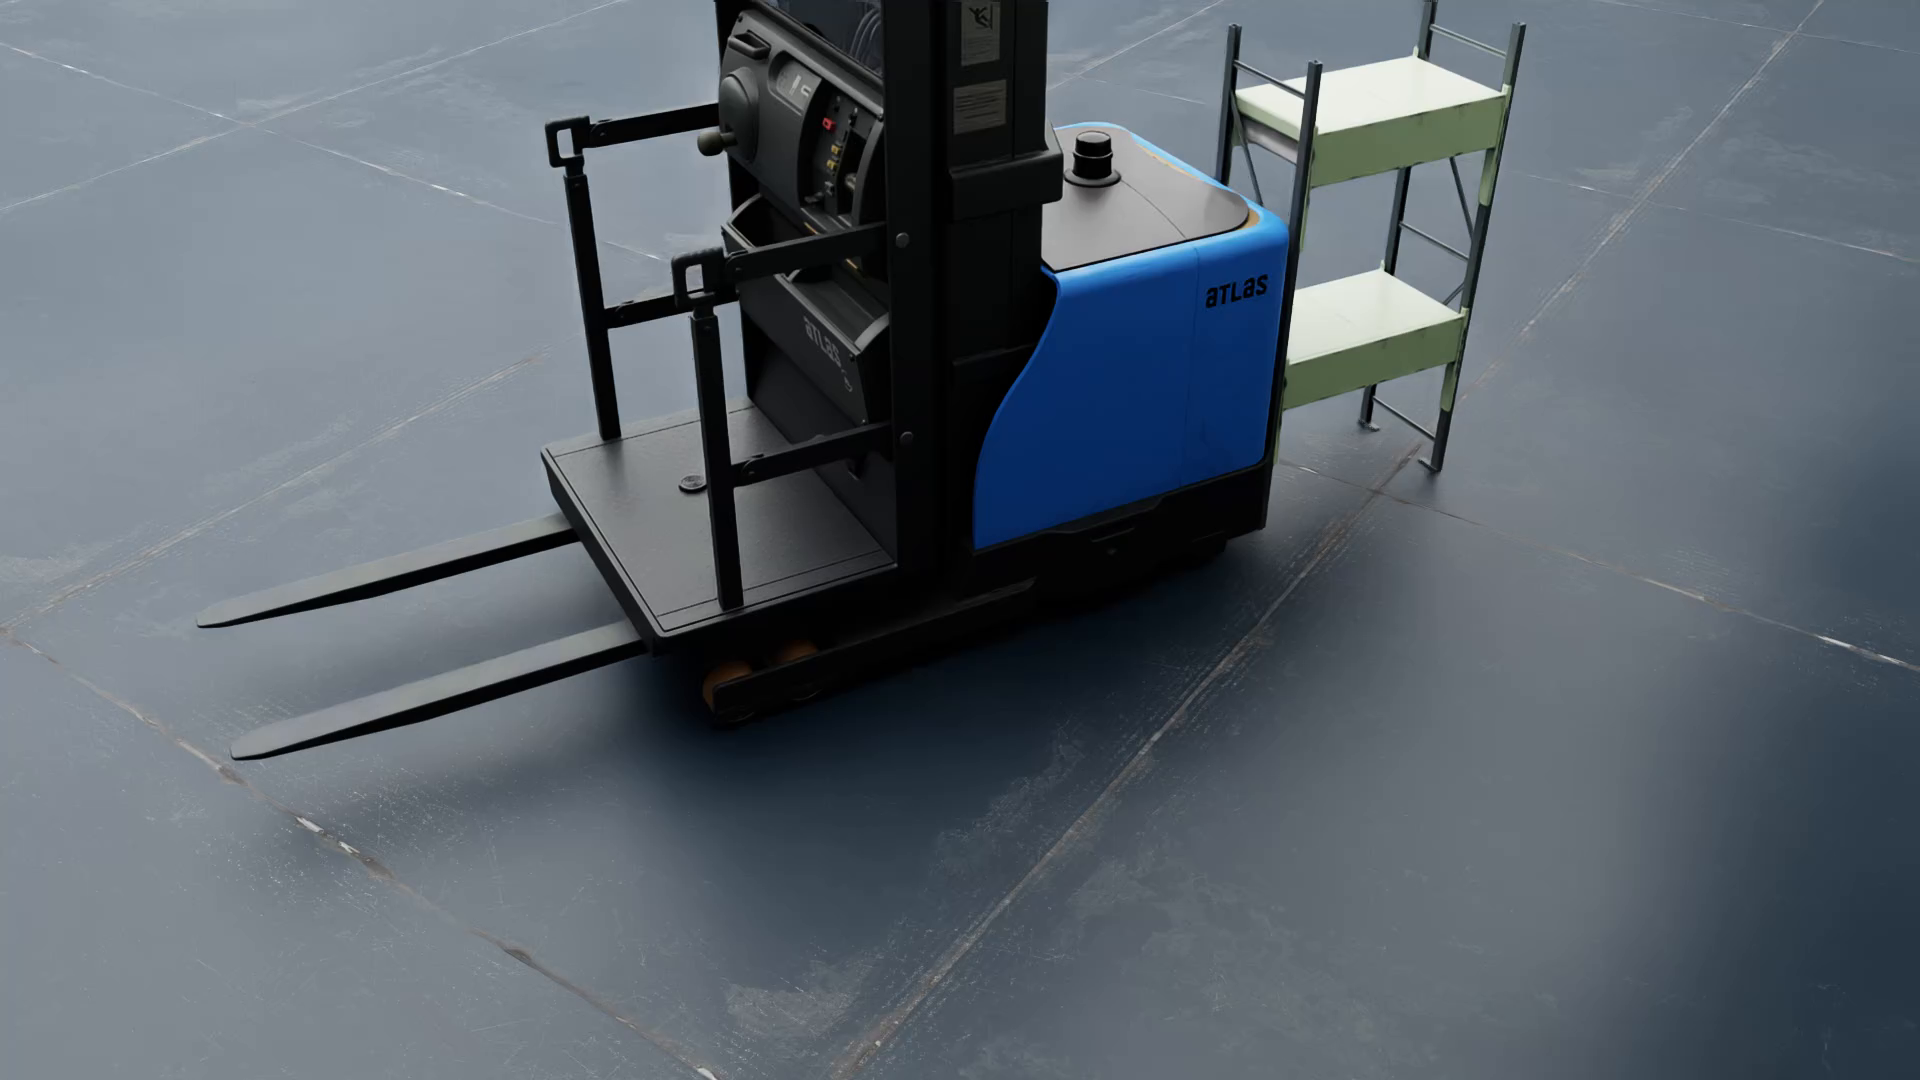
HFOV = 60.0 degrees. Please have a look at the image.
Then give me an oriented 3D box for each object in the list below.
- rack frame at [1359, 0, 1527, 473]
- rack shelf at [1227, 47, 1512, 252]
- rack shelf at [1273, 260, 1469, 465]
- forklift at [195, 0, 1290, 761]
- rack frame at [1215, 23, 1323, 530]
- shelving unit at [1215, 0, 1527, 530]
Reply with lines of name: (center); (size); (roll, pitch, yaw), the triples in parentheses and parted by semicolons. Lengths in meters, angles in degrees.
rack frame: (1.516, -0.949, 5.315); (0.023, 1.500, 0.400); (-17, 37, -23)
rack shelf: (1.193, -1.176, 4.953); (0.720, 0.370, 0.431); (-17, 37, -23)
rack shelf: (1.193, -0.582, 5.354); (0.720, 0.370, 0.431); (-17, 37, -23)
forklift: (-0.600, -1.059, 4.200); (3.031, 2.935, 1.130); (-17, 38, -23)
rack frame: (0.871, -0.755, 5.028); (0.023, 1.500, 0.400); (-17, 37, -23)
shelving unit: (1.193, -0.852, 5.171); (0.755, 1.500, 0.431); (-17, 37, -23)
